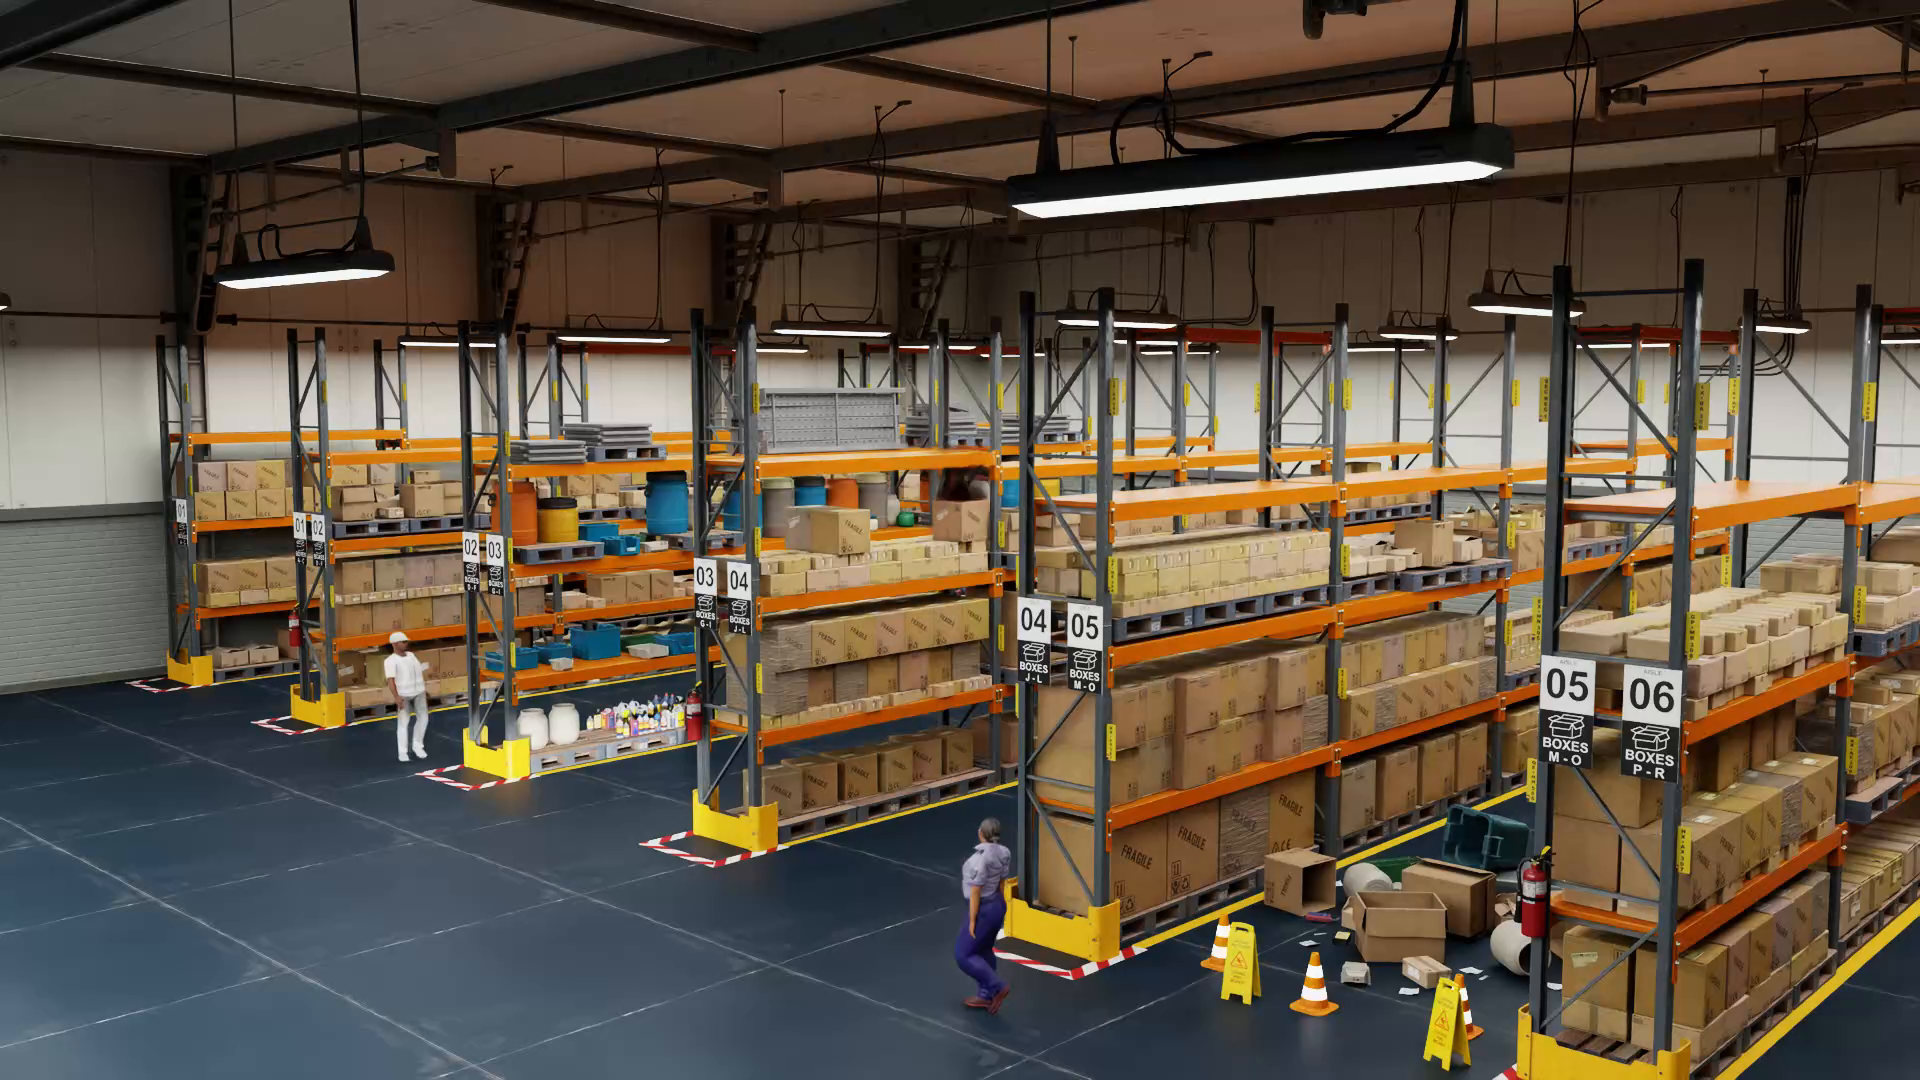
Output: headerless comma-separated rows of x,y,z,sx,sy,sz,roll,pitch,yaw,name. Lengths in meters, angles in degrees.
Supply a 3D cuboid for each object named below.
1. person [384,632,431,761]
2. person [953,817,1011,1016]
-7.573,2.150,22.901,0.684,1.777,0.586,-5,8,-45,person
0.182,3.072,13.598,0.442,1.614,0.501,1,5,8,person
